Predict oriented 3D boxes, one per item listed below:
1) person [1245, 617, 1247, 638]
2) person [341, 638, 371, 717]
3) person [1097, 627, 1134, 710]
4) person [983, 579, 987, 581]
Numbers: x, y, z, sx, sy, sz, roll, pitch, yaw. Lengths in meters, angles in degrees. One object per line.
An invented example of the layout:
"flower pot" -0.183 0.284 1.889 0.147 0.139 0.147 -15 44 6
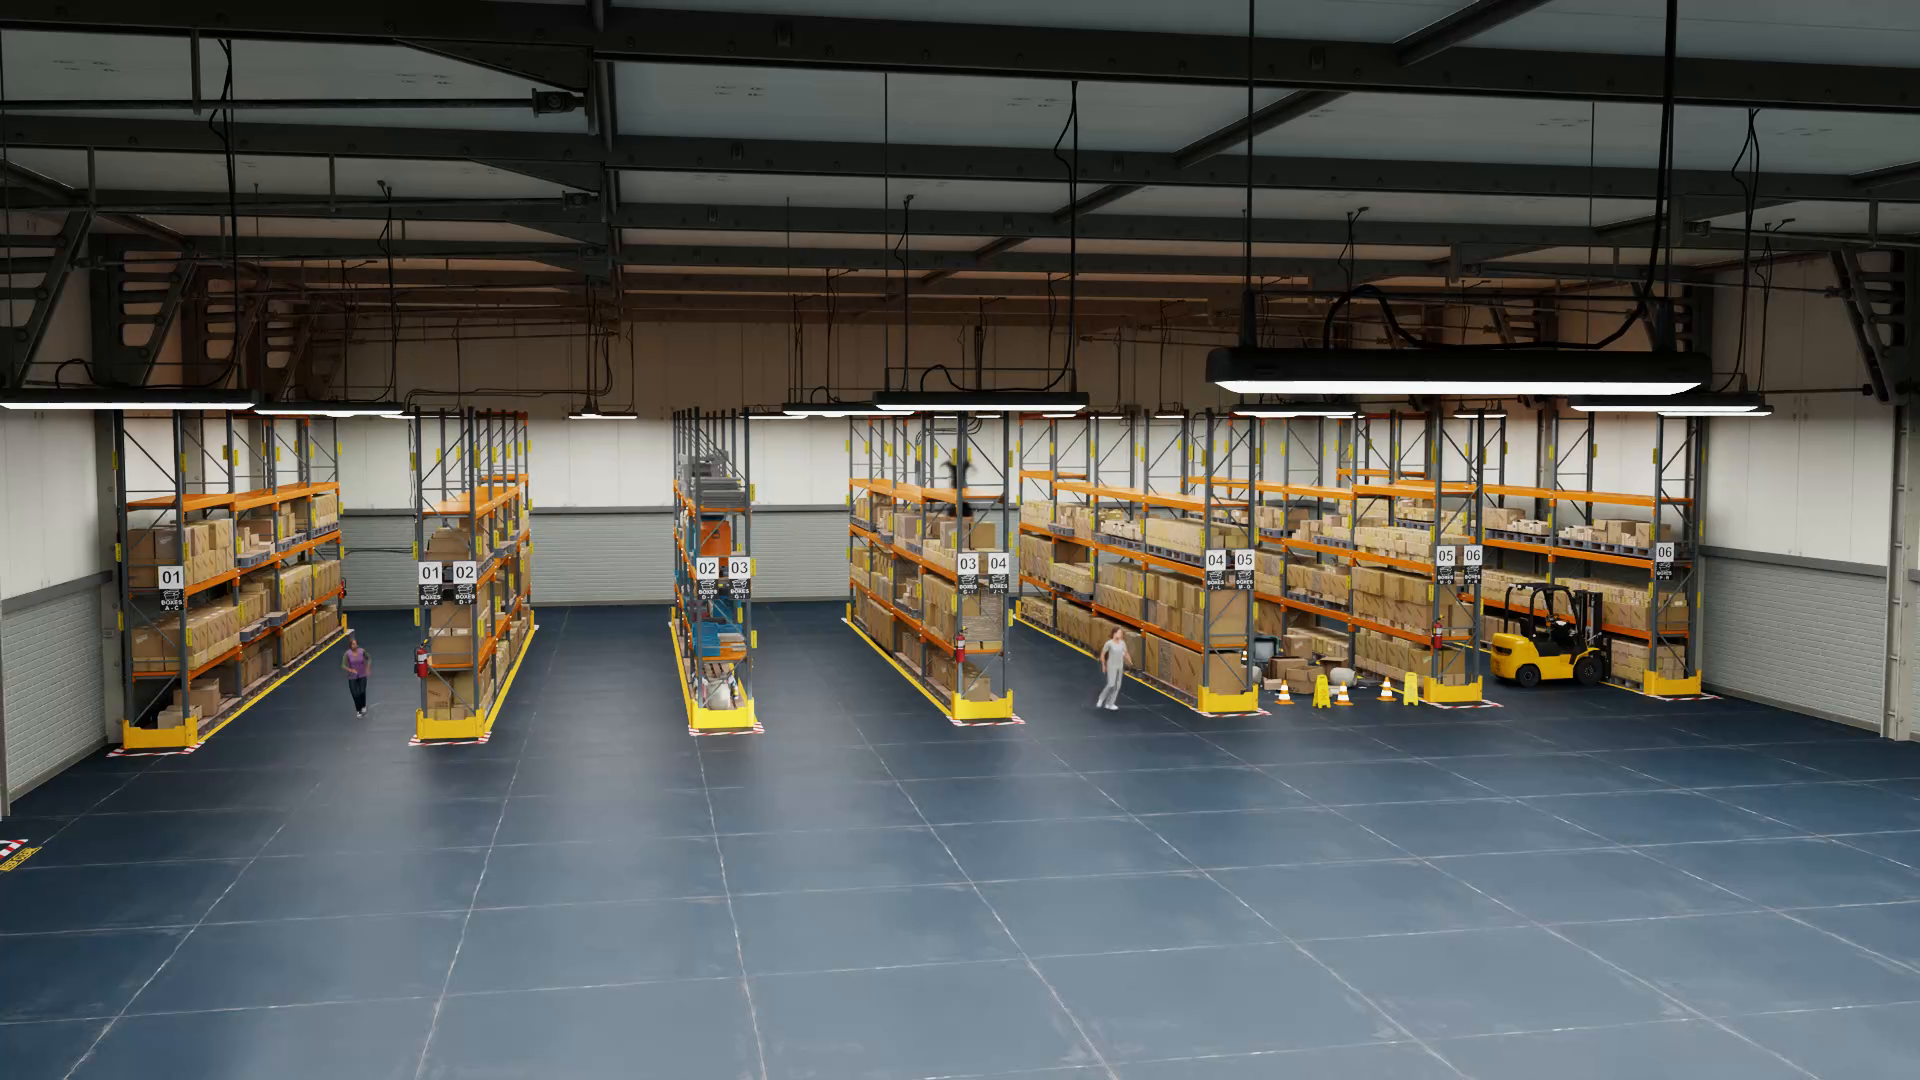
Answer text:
"person" 6.981 2.000 41.088 0.546 1.572 0.923 -2 5 -26
"person" -11.618 2.653 32.013 0.531 1.563 0.608 -1 4 -16
"person" 3.083 2.554 33.007 0.609 1.655 0.676 -3 5 -33
"person" 0.445 1.604 46.252 0.798 1.727 0.700 1 4 15
